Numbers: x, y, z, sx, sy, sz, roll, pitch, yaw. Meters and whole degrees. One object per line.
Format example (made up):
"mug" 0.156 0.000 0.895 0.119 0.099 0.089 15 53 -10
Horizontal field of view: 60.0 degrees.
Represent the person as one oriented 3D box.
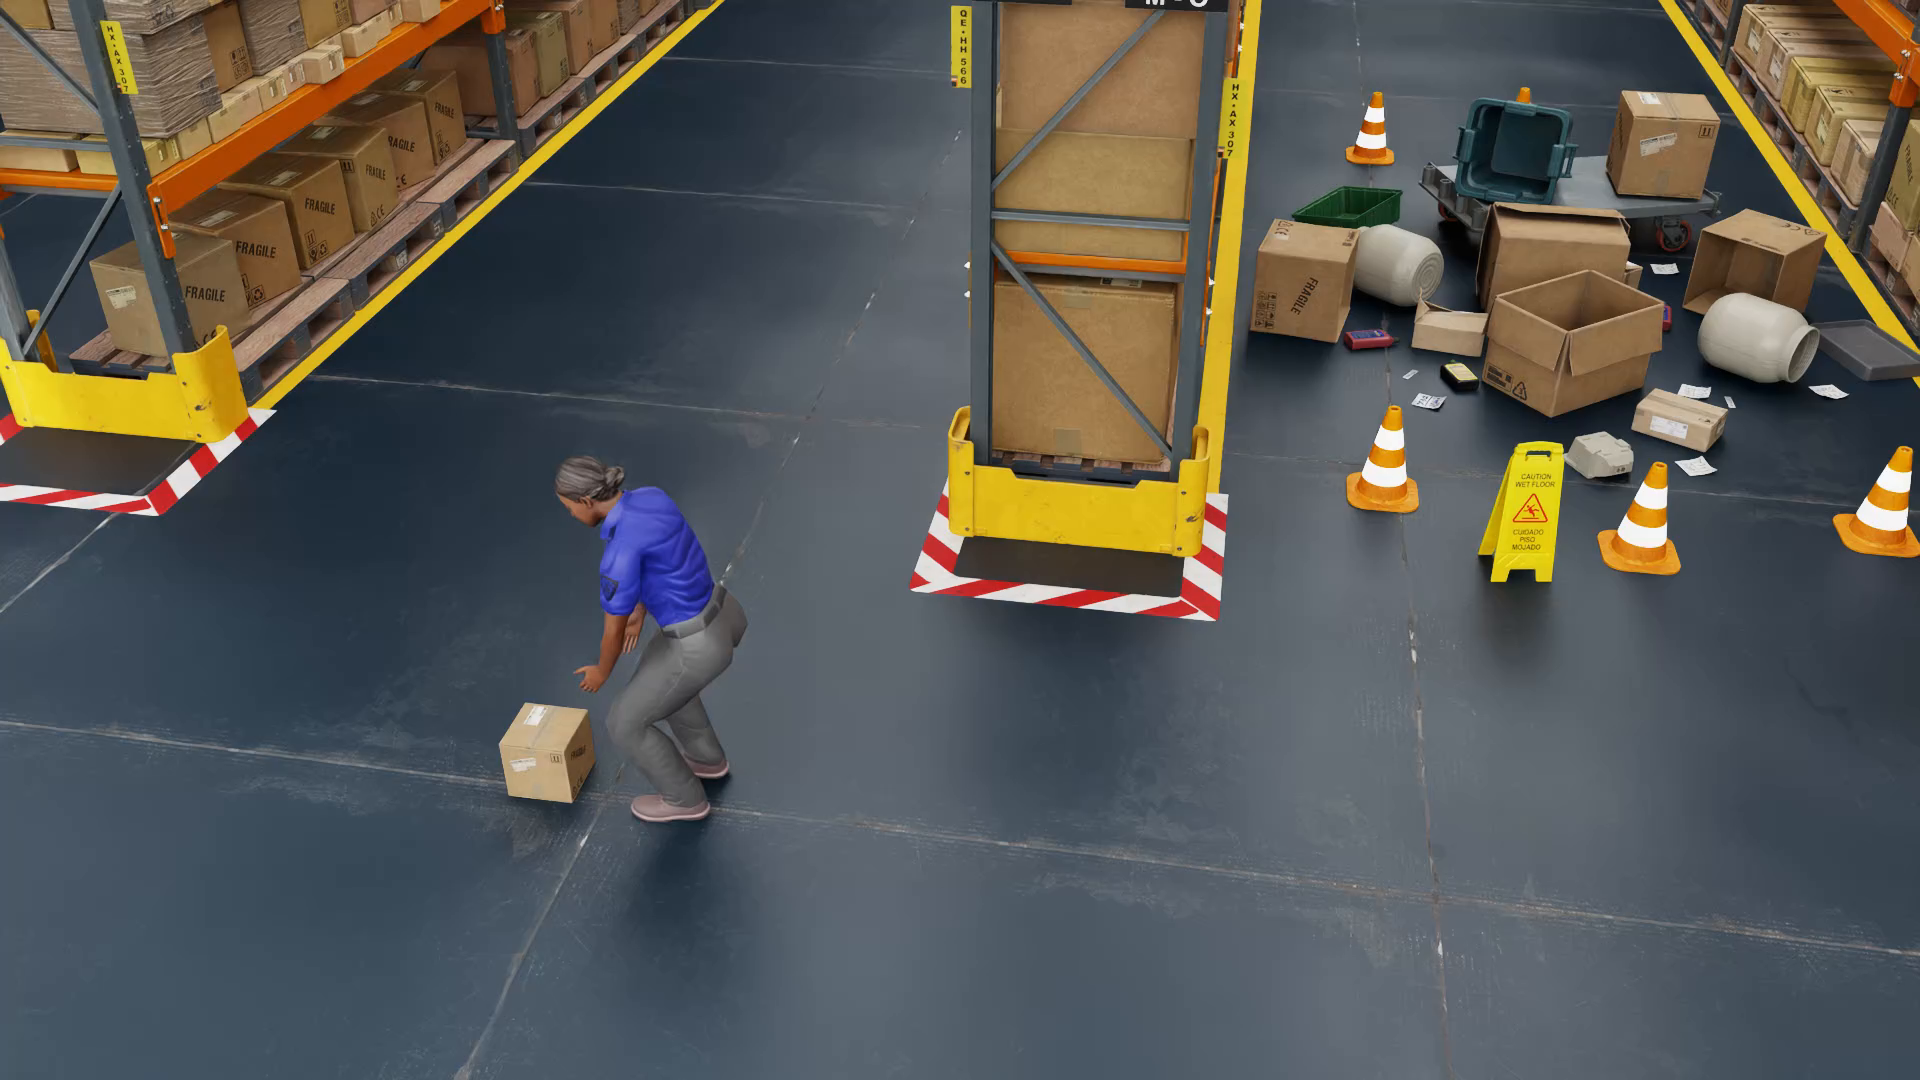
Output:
"person" -1.052 0.355 5.800 0.576 1.441 0.492 6 33 9
